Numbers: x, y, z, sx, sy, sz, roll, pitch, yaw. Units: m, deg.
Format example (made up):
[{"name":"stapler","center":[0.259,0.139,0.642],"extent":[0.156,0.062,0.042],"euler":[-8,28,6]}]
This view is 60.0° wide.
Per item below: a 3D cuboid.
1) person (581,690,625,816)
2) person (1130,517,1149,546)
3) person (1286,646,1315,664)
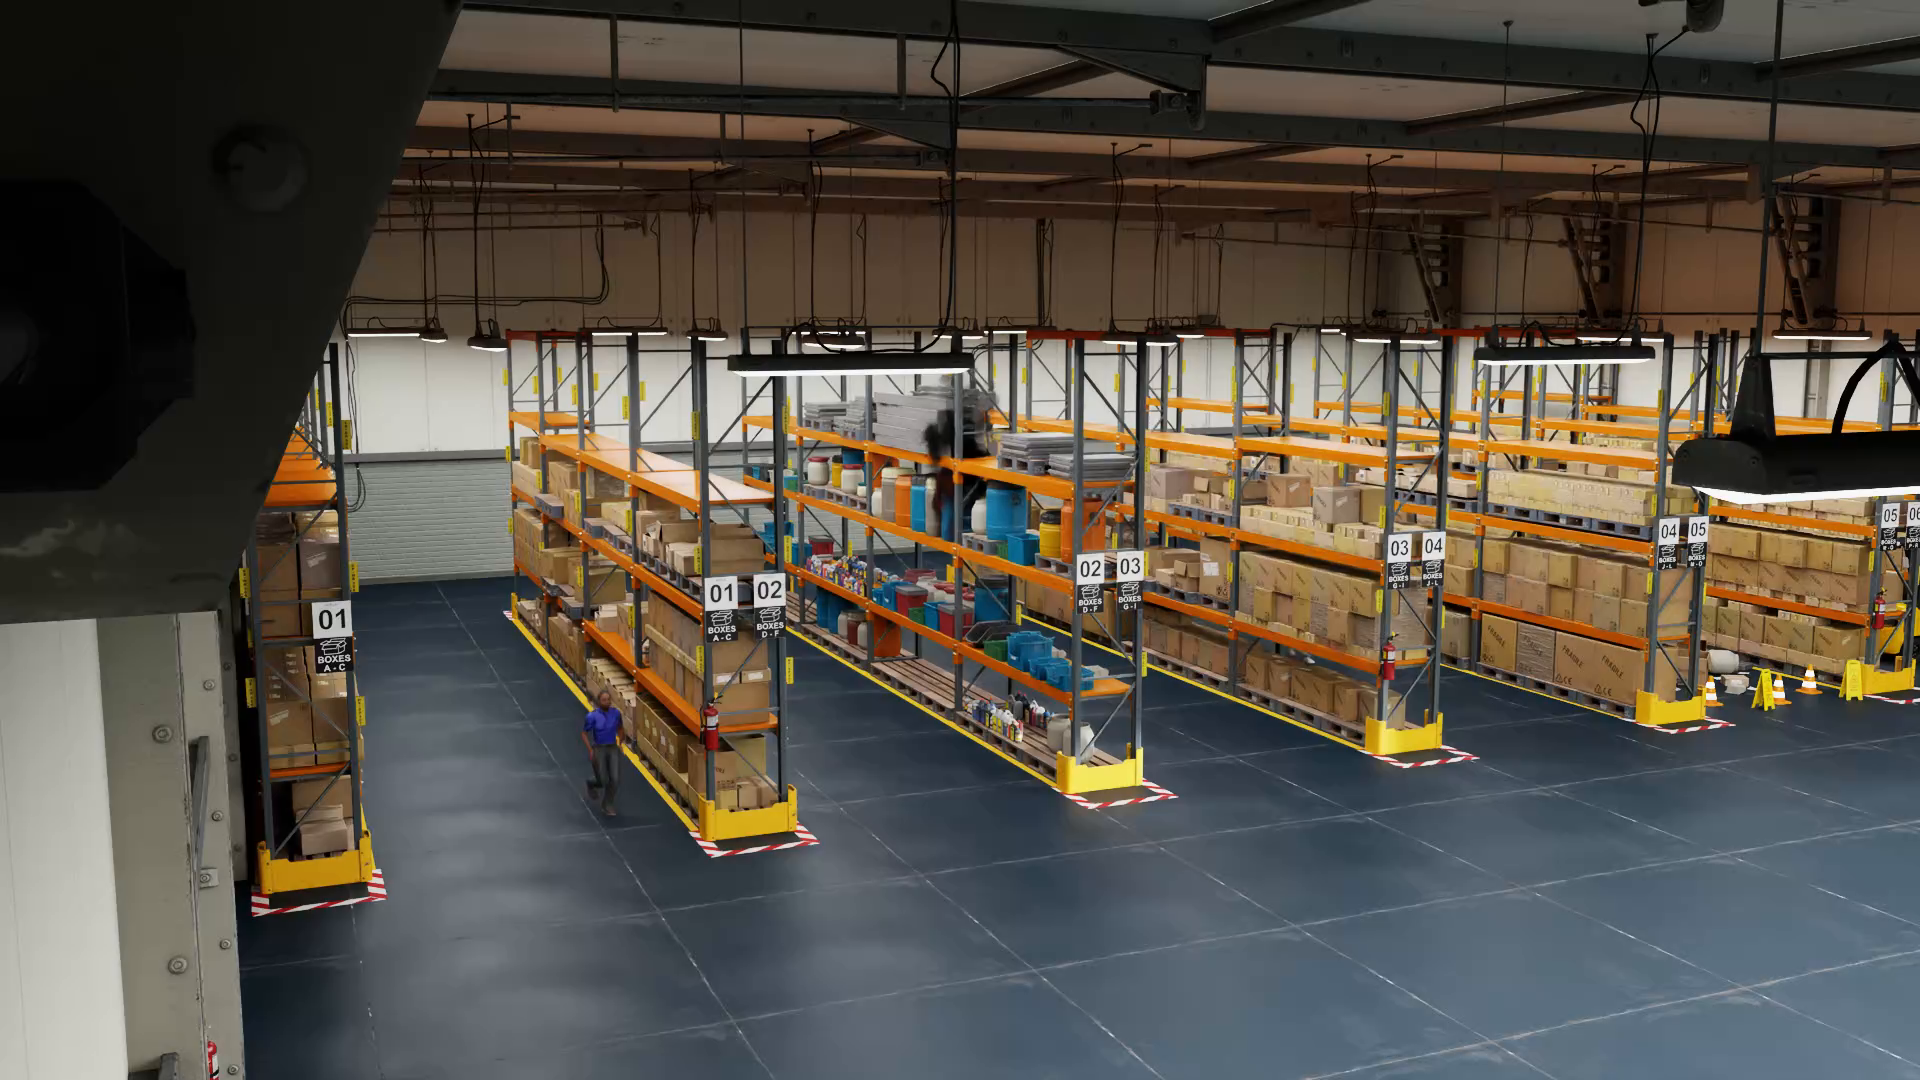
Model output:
[{"name":"person","center":[-4.543,2.678,21.170],"extent":[0.558,1.608,0.592],"euler":[-5,9,-31]},{"name":"person","center":[4.067,0.299,38.005],"extent":[0.690,1.740,0.730],"euler":[-2,8,-15]},{"name":"person","center":[6.210,1.376,30.326],"extent":[0.581,1.659,0.877],"euler":[-5,9,-31]}]
